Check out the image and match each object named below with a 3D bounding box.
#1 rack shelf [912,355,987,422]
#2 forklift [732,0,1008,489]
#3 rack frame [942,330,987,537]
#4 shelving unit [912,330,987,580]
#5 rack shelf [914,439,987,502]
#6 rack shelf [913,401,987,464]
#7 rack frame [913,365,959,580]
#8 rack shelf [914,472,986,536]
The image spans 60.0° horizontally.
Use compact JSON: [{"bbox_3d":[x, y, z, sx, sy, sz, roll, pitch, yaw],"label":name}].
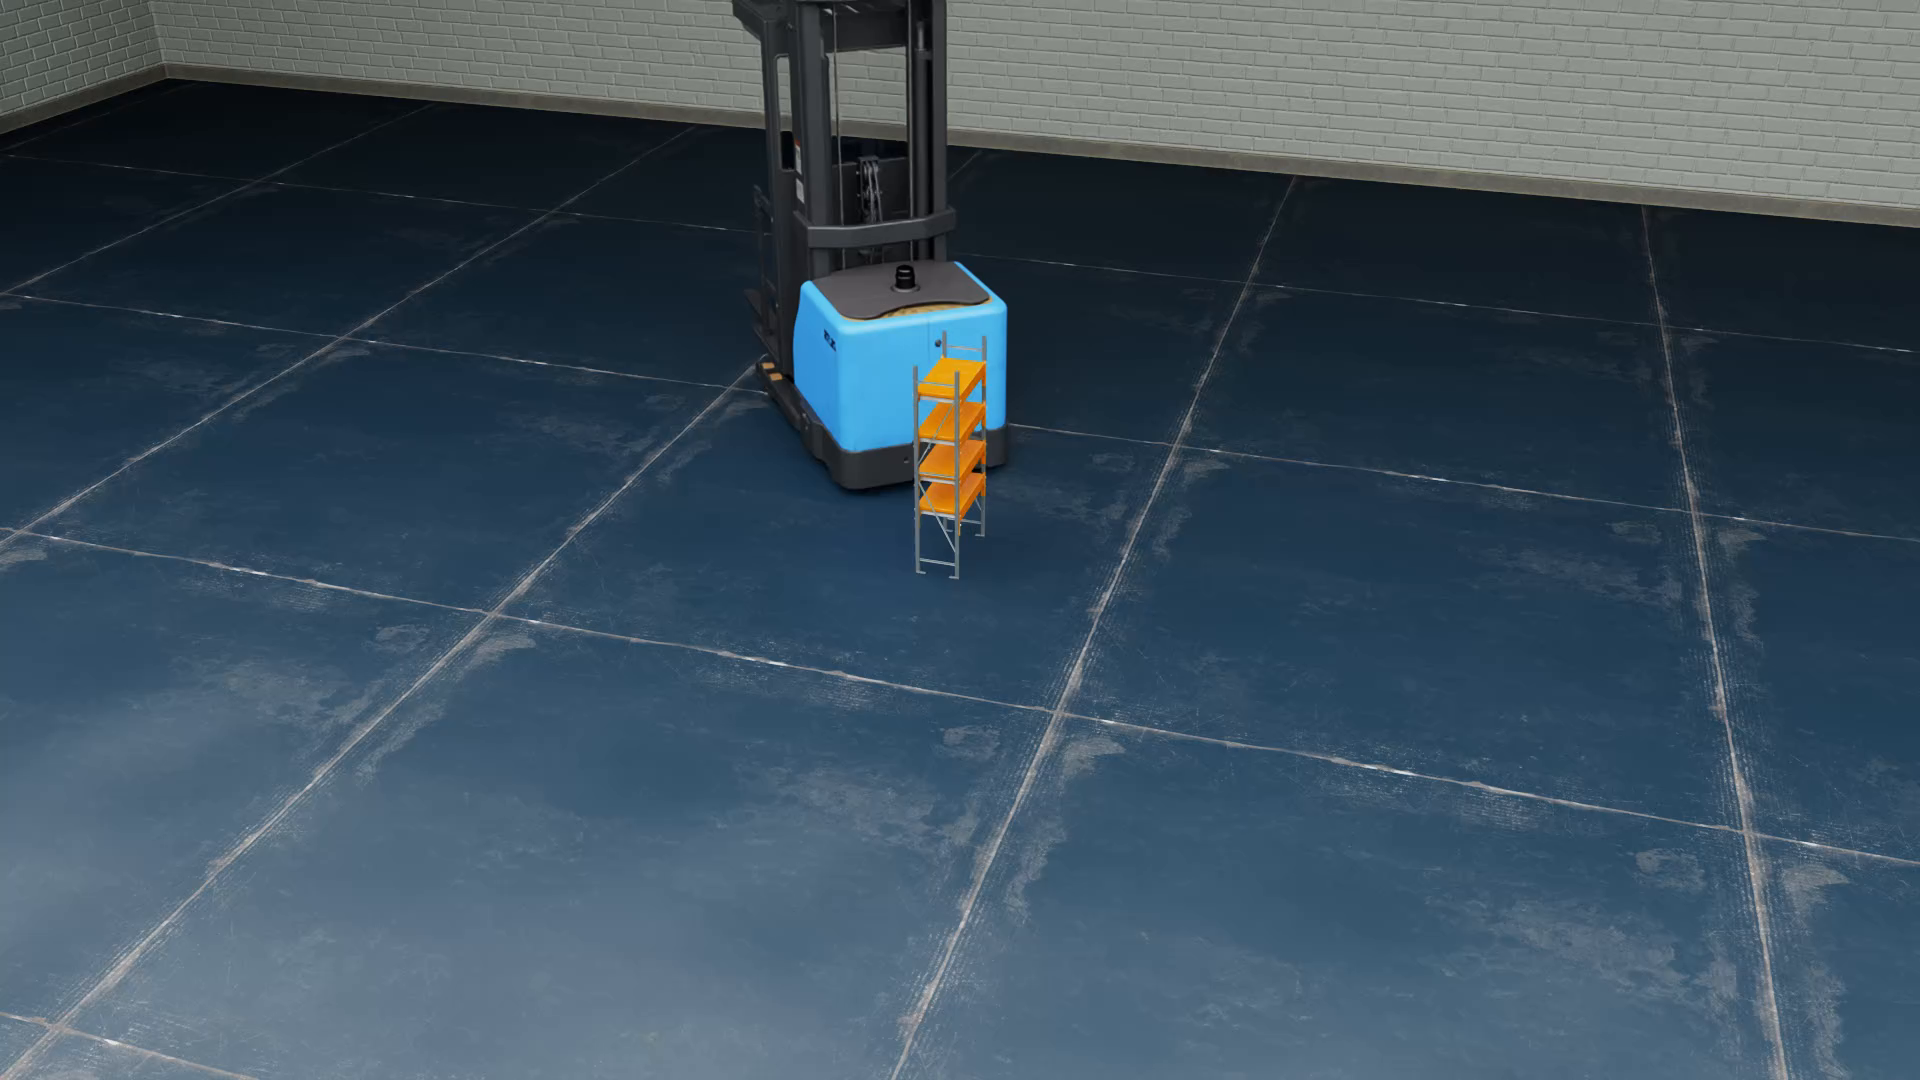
[{"bbox_3d":[-0.049,-0.791,8.629,0.258,0.148,0.480,8,30,15],"label":"rack shelf"},{"bbox_3d":[-0.714,-2.274,10.323,1.130,2.935,3.031,-11,31,-18],"label":"forklift"},{"bbox_3d":[0.023,-0.561,9.024,0.240,1.200,0.015,8,30,15],"label":"rack frame"},{"bbox_3d":[-0.049,-0.447,8.820,0.258,1.200,0.503,8,30,15],"label":"shelving unit"},{"bbox_3d":[-0.049,-0.389,8.853,0.258,0.148,0.480,8,30,15],"label":"rack shelf"},{"bbox_3d":[-0.049,-0.584,8.744,0.258,0.148,0.480,8,30,15],"label":"rack shelf"},{"bbox_3d":[-0.120,-0.334,8.616,0.240,1.200,0.015,8,30,15],"label":"rack frame"},{"bbox_3d":[-0.049,-0.215,8.949,0.258,0.148,0.480,8,30,15],"label":"rack shelf"}]
